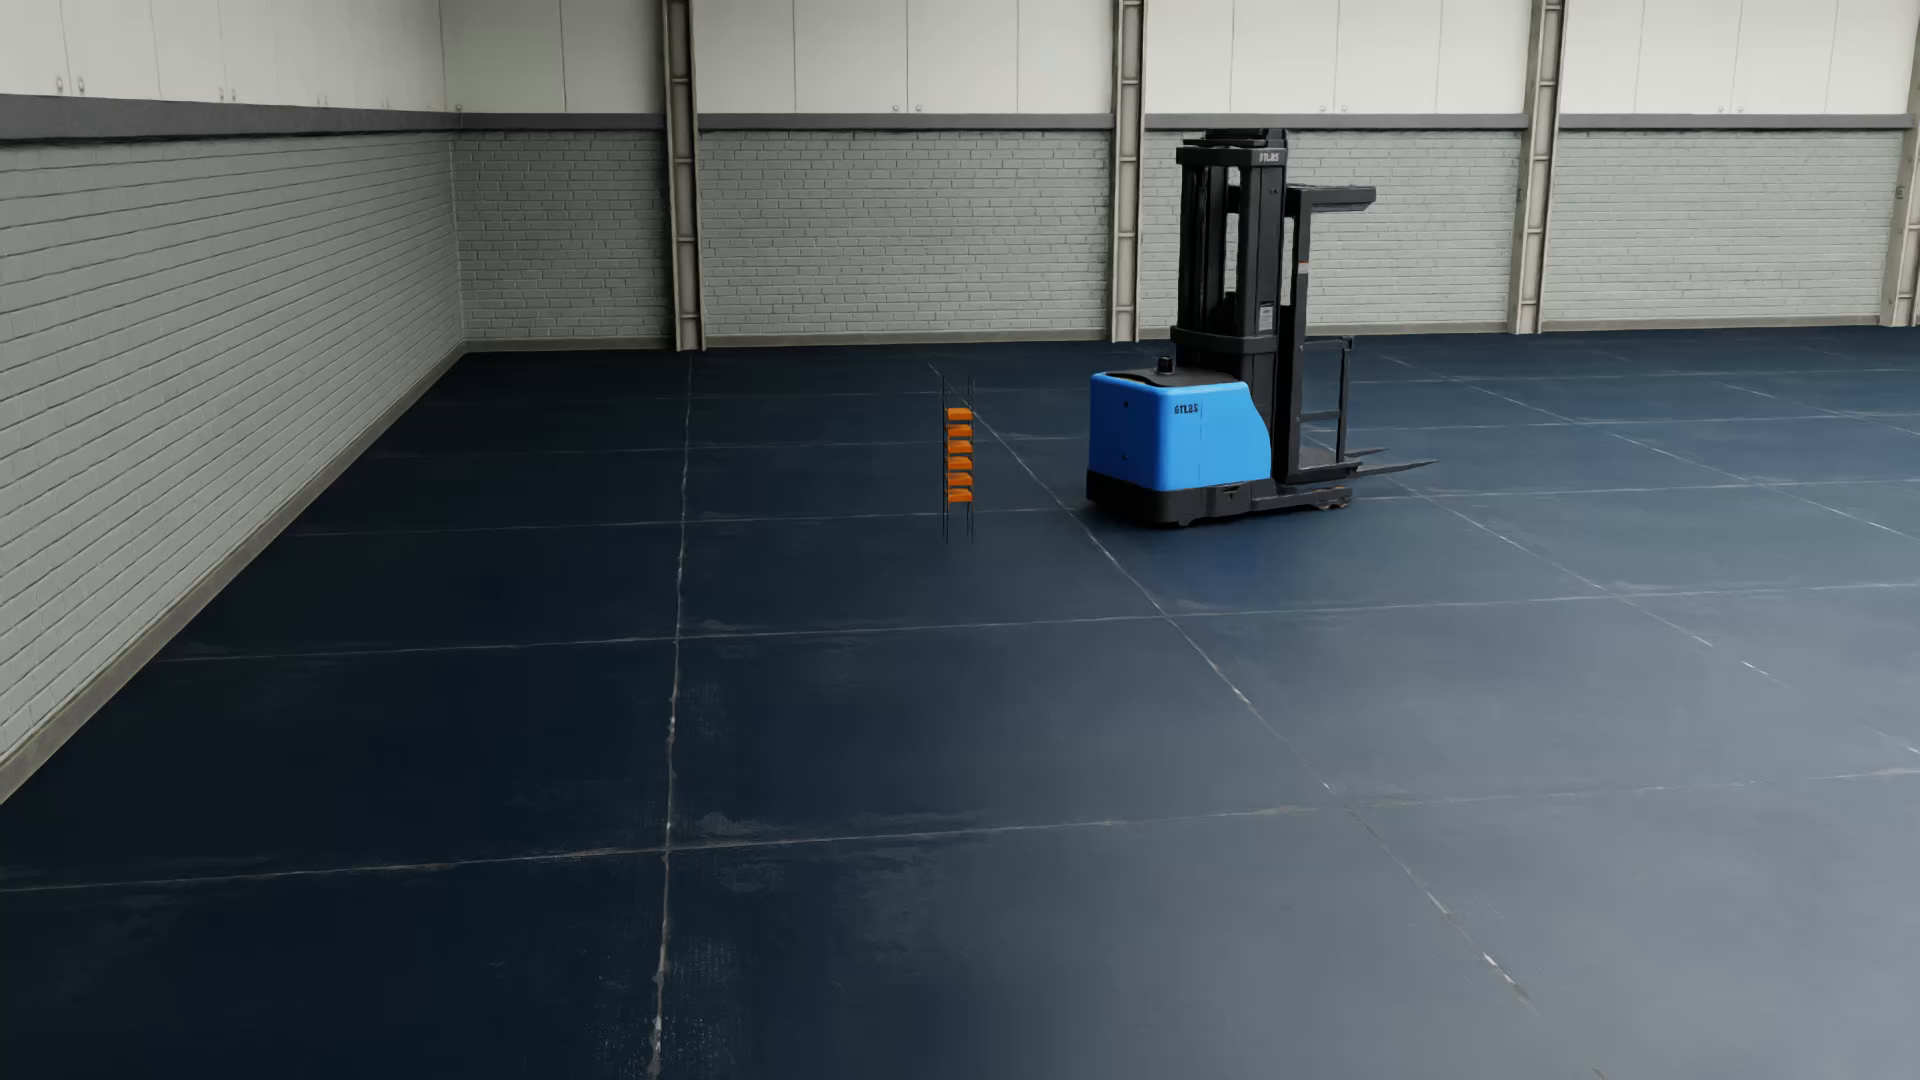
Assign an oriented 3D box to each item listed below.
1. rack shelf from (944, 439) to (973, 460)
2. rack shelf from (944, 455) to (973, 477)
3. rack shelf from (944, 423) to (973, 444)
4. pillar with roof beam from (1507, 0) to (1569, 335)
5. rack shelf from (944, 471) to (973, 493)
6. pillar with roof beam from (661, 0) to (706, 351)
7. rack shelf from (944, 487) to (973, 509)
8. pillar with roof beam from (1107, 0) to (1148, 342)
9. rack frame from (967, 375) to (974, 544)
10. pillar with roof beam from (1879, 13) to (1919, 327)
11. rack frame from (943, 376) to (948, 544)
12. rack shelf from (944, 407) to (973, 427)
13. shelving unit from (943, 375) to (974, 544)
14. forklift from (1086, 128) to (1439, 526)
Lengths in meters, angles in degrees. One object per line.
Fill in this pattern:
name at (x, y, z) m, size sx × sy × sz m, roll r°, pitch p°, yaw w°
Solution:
rack shelf at (-0.014, -0.655, 12.055) m, size 0.180 × 0.103 × 0.258 m, roll -2°, pitch 14°, yaw -8°
rack shelf at (-0.014, -0.538, 12.085) m, size 0.180 × 0.103 × 0.258 m, roll -2°, pitch 14°, yaw -8°
rack shelf at (-0.014, -0.771, 12.026) m, size 0.180 × 0.103 × 0.258 m, roll -2°, pitch 14°, yaw -8°
pillar with roof beam at (8.863, -6.351, 19.048) m, size 0.400 × 9.000 × 9.100 m, roll -2°, pitch 14°, yaw -8°
rack shelf at (-0.014, -0.422, 12.114) m, size 0.180 × 0.103 × 0.258 m, roll -2°, pitch 14°, yaw -8°
pillar with roof beam at (-3.003, -5.916, 17.314) m, size 0.400 × 9.000 × 9.100 m, roll -2°, pitch 14°, yaw -8°
rack shelf at (-0.014, -0.306, 12.143) m, size 0.180 × 0.103 × 0.258 m, roll -2°, pitch 14°, yaw -8°
pillar with roof beam at (2.930, -6.134, 18.181) m, size 0.400 × 9.000 × 9.100 m, roll -2°, pitch 14°, yaw -8°
rack frame at (0.076, -0.585, 12.087) m, size 0.006 × 1.200 × 0.240 m, roll -2°, pitch 14°, yaw -8°
pillar with roof beam at (14.796, -6.569, 19.915) m, size 0.400 × 9.000 × 9.100 m, roll -2°, pitch 14°, yaw -8°
rack frame at (-0.105, -0.578, 12.061) m, size 0.006 × 1.200 × 0.240 m, roll -2°, pitch 14°, yaw -8°
rack shelf at (-0.014, -0.888, 11.997) m, size 0.180 × 0.103 × 0.258 m, roll -2°, pitch 14°, yaw -8°
shelving unit at (-0.014, -0.581, 12.074) m, size 0.189 × 1.200 × 0.258 m, roll -2°, pitch 14°, yaw -8°
forklift at (2.544, -1.763, 13.226) m, size 3.031 × 2.935 × 1.130 m, roll -8°, pitch 16°, yaw -28°
